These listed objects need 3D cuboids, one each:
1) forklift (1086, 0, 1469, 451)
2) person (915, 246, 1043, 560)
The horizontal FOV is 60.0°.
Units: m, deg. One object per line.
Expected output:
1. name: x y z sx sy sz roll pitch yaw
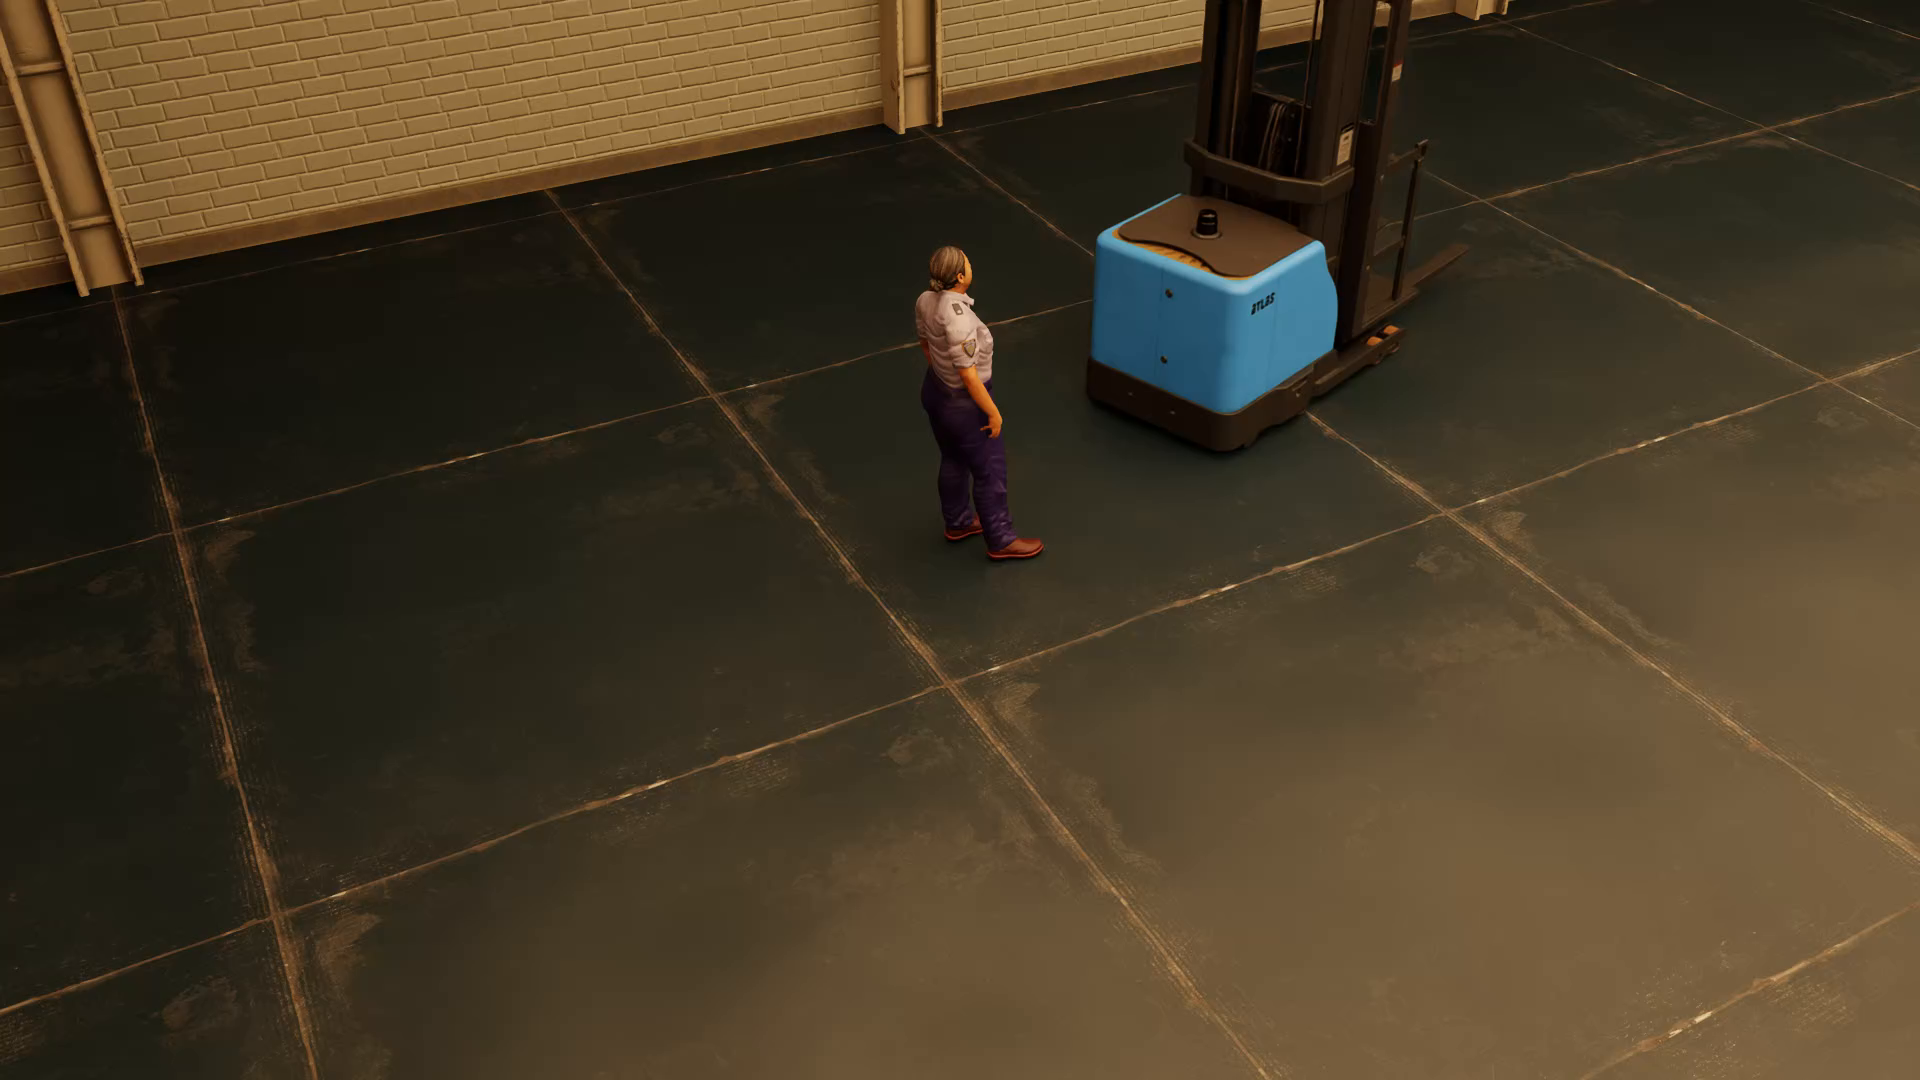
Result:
1. forklift: 2.108 -2.451 9.591 1.130 2.935 3.031 28 44 34
2. person: 0.090 -0.692 8.200 0.503 1.651 0.598 -17 39 -23
